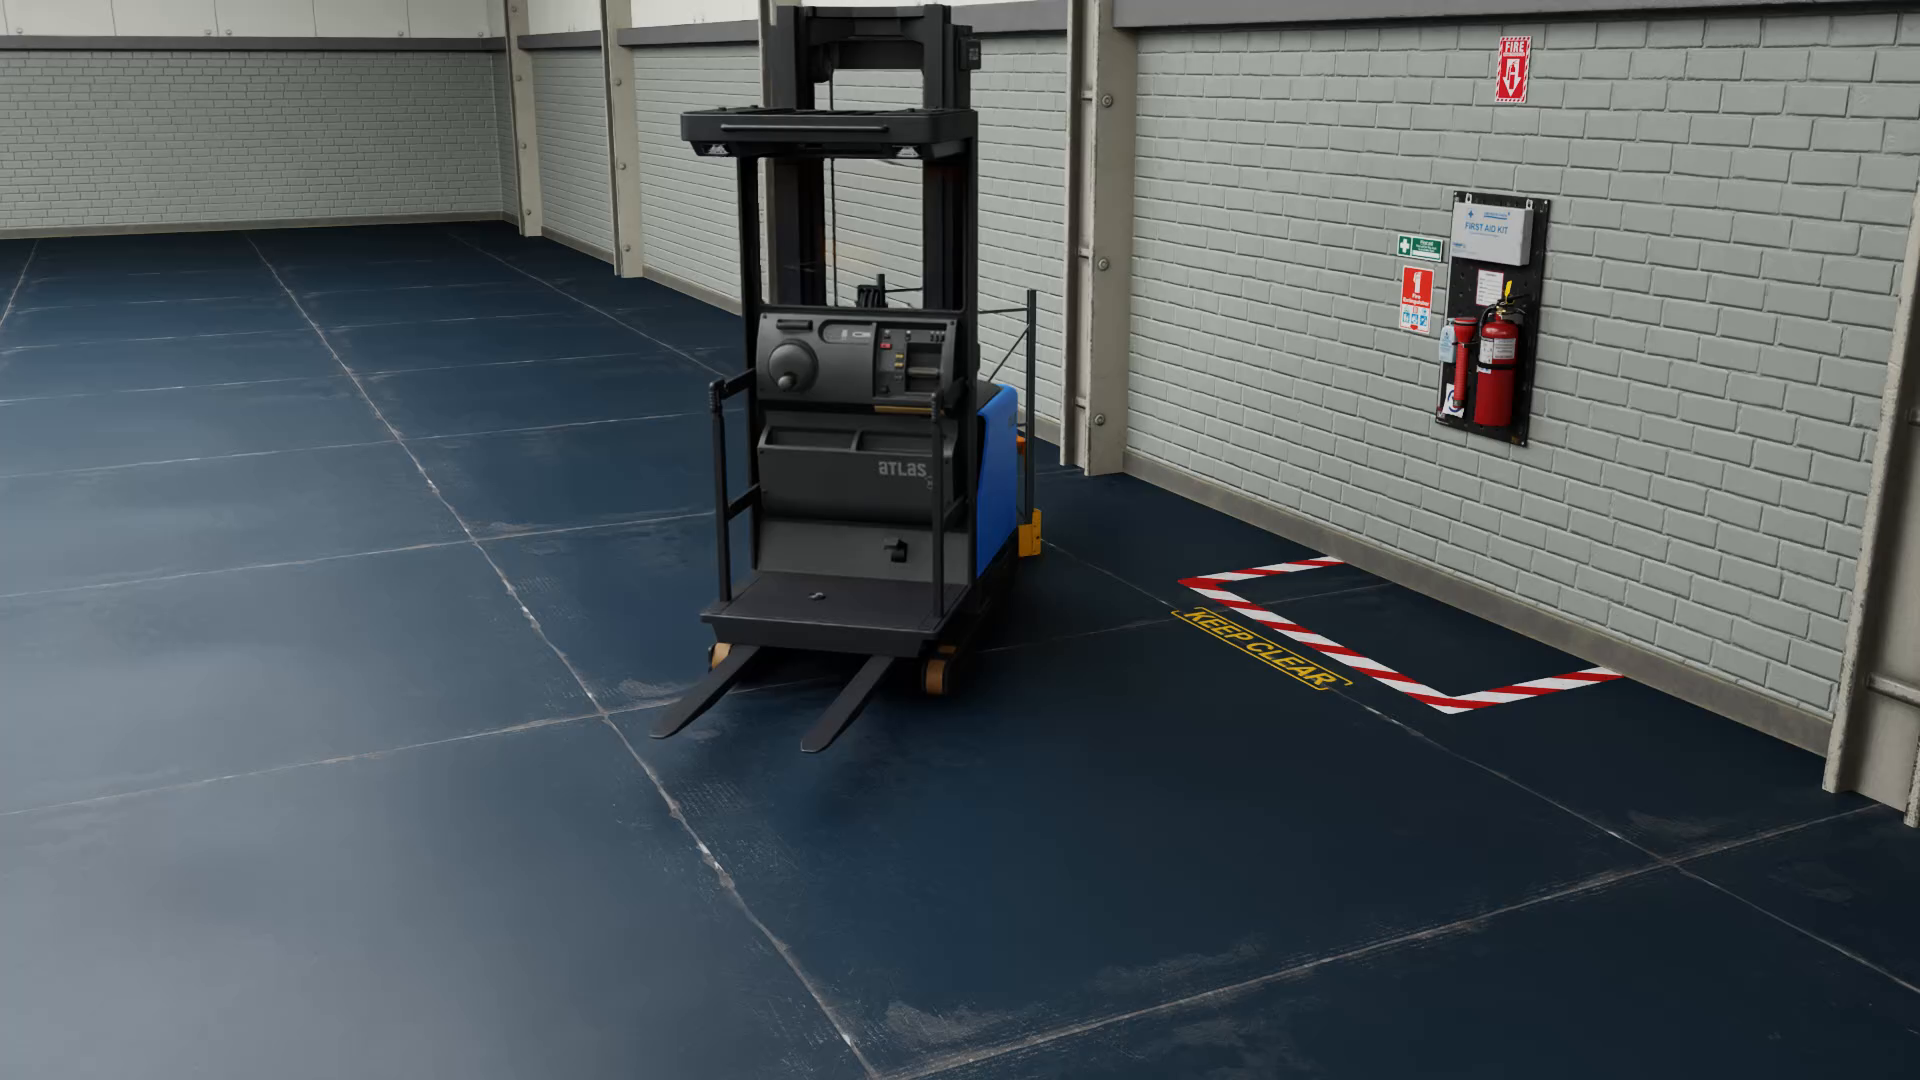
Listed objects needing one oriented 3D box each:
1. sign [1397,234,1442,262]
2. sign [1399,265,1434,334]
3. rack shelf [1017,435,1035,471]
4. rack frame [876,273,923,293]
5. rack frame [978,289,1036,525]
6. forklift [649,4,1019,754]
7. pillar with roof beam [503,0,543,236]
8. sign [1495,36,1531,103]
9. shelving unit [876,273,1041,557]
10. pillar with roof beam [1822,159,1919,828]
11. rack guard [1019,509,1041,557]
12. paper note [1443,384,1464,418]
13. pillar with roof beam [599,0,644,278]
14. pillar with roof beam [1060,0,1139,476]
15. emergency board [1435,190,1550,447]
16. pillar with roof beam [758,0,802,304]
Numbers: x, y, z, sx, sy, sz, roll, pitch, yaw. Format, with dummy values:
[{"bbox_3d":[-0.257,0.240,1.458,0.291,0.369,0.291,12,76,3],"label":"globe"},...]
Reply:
[{"bbox_3d":[2.344,-1.491,8.485,0.001,0.109,0.331,-8,18,-25],"label":"sign"},{"bbox_3d":[2.350,-1.239,8.565,0.001,0.329,0.234,-8,18,-25],"label":"sign"},{"bbox_3d":[-0.037,-0.569,9.667,0.538,0.185,1.000,-8,18,-25],"label":"rack shelf"},{"bbox_3d":[-0.260,-0.868,10.057,0.500,1.500,0.032,-8,18,-25],"label":"rack frame"},{"bbox_3d":[0.185,-0.616,9.178,0.500,1.500,0.032,-8,18,-25],"label":"rack frame"},{"bbox_3d":[-0.517,-0.832,7.335,1.130,2.935,3.031,4,16,13],"label":"forklift"},{"bbox_3d":[-10.837,-8.769,23.995,9.100,9.000,0.400,-8,18,-25],"label":"pillar with roof beam"},{"bbox_3d":[2.585,-2.201,7.778,0.001,0.298,0.199,-8,18,-25],"label":"sign"},{"bbox_3d":[-0.033,-0.740,9.610,0.587,1.500,1.083,-8,18,-25],"label":"shelving unit"},{"bbox_3d":[-0.322,-2.818,3.257,9.100,9.000,0.400,-8,18,-25],"label":"pillar with roof beam"},{"bbox_3d":[0.185,-0.016,9.352,0.587,0.250,0.087,-8,18,-25],"label":"rack guard"},{"bbox_3d":[2.484,-0.701,8.353,0.016,0.148,0.142,-8,18,-25],"label":"paper note"},{"bbox_3d":[-8.208,-7.282,18.810,9.100,9.000,0.400,-8,18,-25],"label":"pillar with roof beam"},{"bbox_3d":[-2.951,-4.306,8.442,9.100,9.000,0.400,-8,18,-25],"label":"pillar with roof beam"},{"bbox_3d":[2.499,-1.072,8.049,0.194,1.169,0.643,-8,18,-25],"label":"emergency board"},{"bbox_3d":[-5.579,-5.794,13.626,9.100,9.000,0.400,-8,18,-25],"label":"pillar with roof beam"}]
